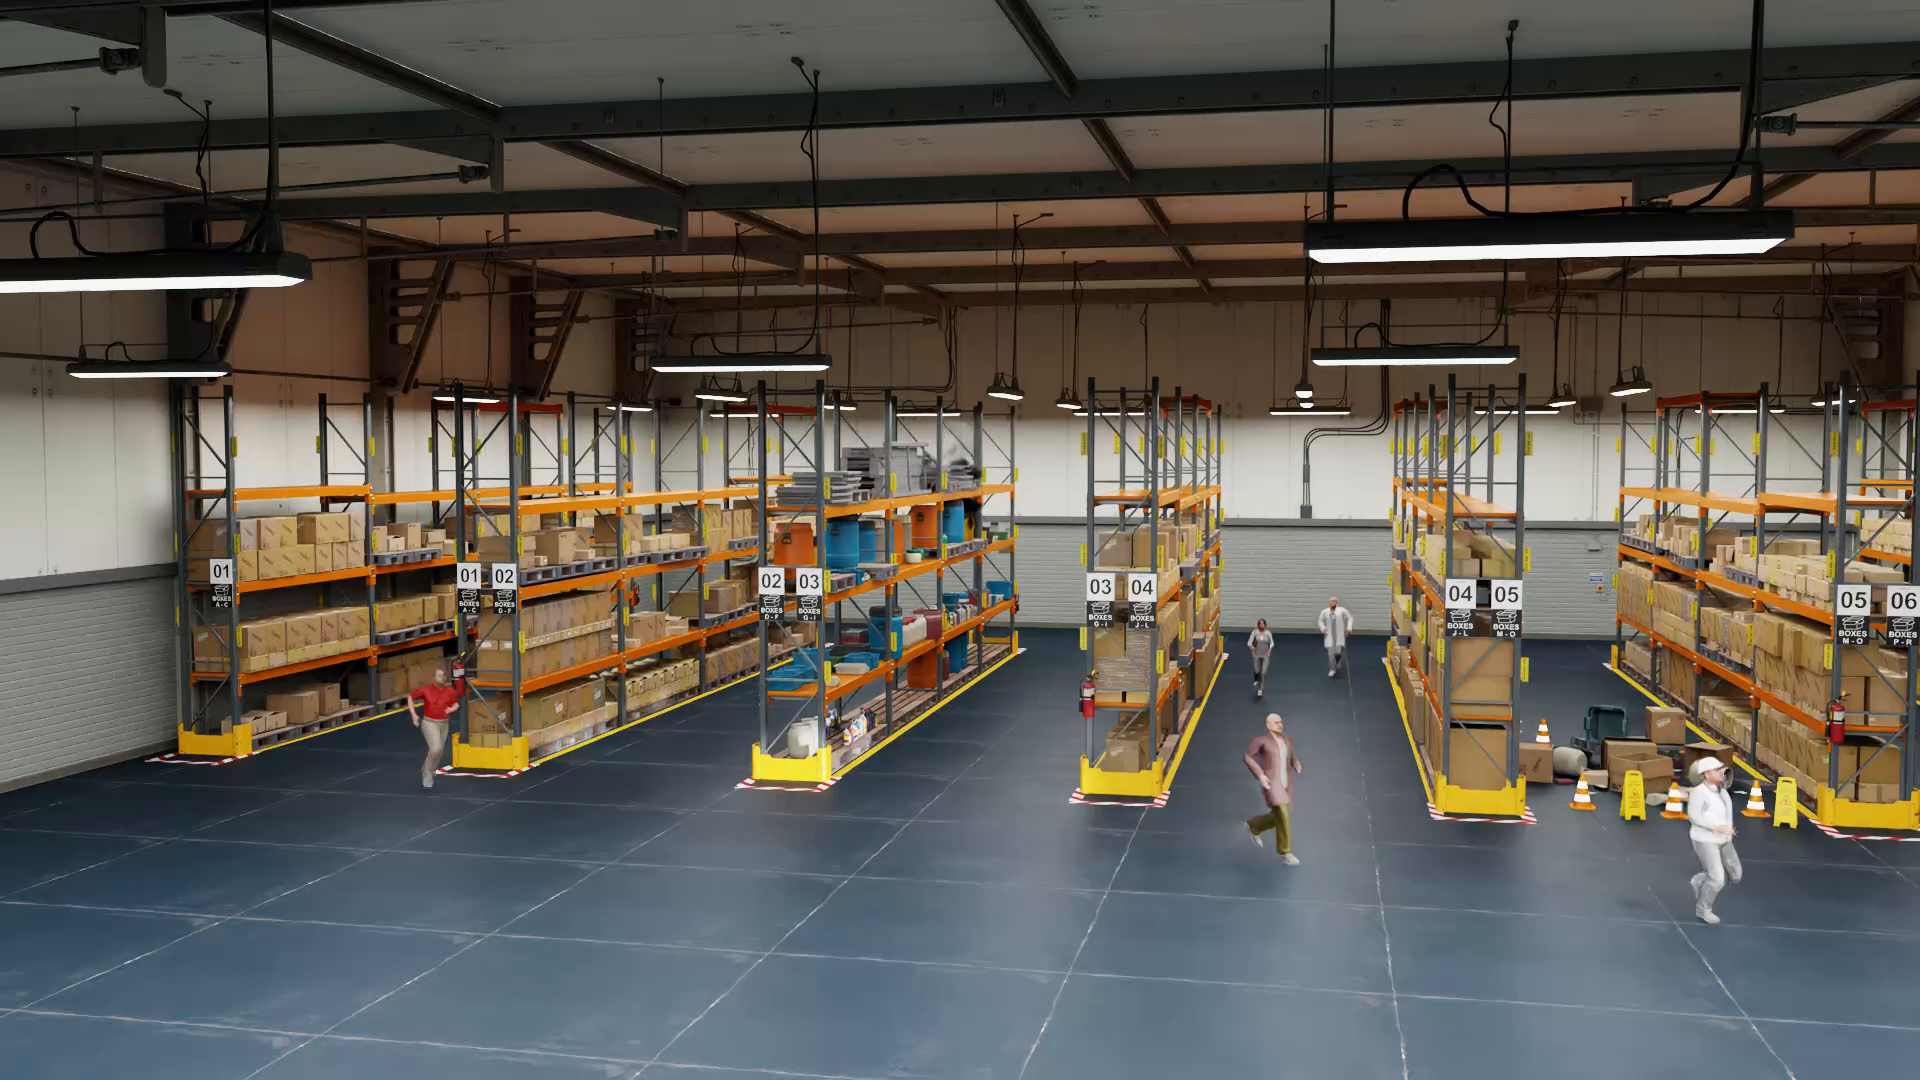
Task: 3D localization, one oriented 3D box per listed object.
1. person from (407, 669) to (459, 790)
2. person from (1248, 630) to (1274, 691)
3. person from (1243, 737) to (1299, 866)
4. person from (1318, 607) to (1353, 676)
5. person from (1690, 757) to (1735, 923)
[{"bbox_3d":[-7.741,2.781,24.593,0.662,1.740,0.654,3,4,40],"label":"person"},{"bbox_3d":[6.057,2.432,33.469,0.523,1.244,0.455,0,3,6],"label":"person"},{"bbox_3d":[3.809,3.116,20.224,0.613,1.533,0.924,-2,4,-35],"label":"person"},{"bbox_3d":[8.212,2.205,36.421,0.728,1.540,0.610,1,3,21],"label":"person"},{"bbox_3d":[7.968,3.155,17.555,0.587,1.734,0.591,-2,4,-34],"label":"person"}]
